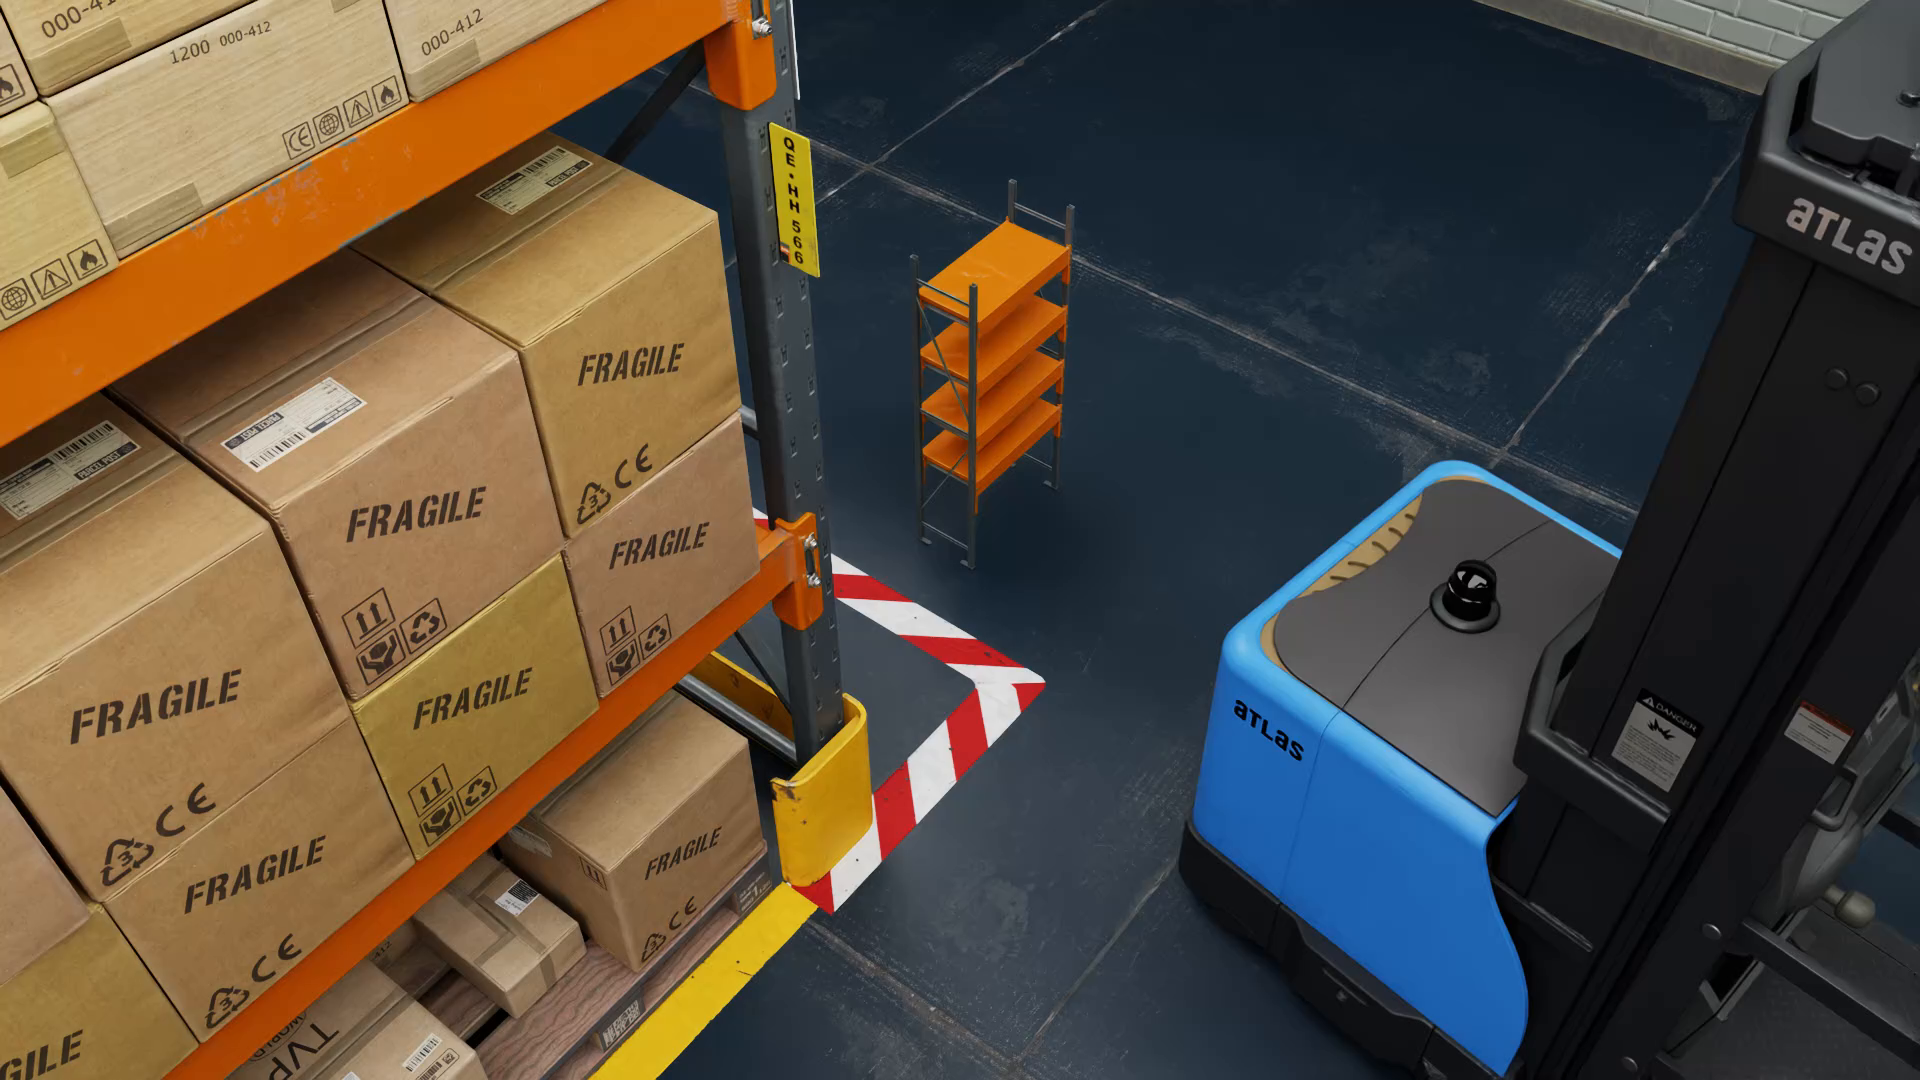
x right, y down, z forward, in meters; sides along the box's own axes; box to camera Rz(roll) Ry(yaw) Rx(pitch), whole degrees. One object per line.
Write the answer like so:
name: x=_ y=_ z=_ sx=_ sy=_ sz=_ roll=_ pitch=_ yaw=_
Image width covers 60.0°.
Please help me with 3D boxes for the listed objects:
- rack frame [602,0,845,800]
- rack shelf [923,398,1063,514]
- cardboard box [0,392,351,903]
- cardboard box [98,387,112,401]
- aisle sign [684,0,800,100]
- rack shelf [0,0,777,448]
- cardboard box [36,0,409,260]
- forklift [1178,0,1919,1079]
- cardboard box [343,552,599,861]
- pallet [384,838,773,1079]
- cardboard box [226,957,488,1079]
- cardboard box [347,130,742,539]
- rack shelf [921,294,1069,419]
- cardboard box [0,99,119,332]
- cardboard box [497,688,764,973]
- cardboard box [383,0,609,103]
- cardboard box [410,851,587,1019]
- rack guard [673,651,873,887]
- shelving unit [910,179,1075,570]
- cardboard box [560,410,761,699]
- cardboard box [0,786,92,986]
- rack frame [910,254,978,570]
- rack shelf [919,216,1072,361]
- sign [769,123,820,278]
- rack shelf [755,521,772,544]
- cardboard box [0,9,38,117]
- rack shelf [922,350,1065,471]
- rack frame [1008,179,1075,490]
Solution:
rack frame: x=-0.754 y=-0.417 z=4.074 sx=1.000 sy=3.000 sz=0.127 roll=29 pitch=53 yaw=25
rack shelf: x=0.101 y=-0.326 z=5.599 sx=0.258 sy=0.148 sz=0.480 roll=29 pitch=53 yaw=25
cardboard box: x=-1.430 y=0.168 z=2.755 sx=0.500 sy=0.500 sz=0.500 roll=31 pitch=54 yaw=26
cardboard box: x=-1.547 y=-0.357 z=3.256 sx=0.500 sy=0.500 sz=0.500 roll=30 pitch=53 yaw=25
aisle sign: x=-0.470 y=-1.218 z=3.042 sx=0.394 sy=0.787 sz=0.004 roll=29 pitch=53 yaw=25
rack shelf: x=-1.976 y=-0.060 z=2.156 sx=1.077 sy=0.370 sz=4.000 roll=29 pitch=53 yaw=25
cardboard box: x=-1.173 y=-0.709 z=2.382 sx=0.500 sy=0.250 sz=0.500 roll=29 pitch=53 yaw=25
forklift: x=2.008 y=0.498 z=3.248 sx=1.130 sy=2.935 sz=3.031 roll=-35 pitch=55 yaw=-29
cardboard box: x=-1.127 y=0.224 z=3.393 sx=0.500 sy=0.500 sz=0.500 roll=30 pitch=53 yaw=25
pallet: x=-1.287 y=1.047 z=4.604 sx=1.003 sy=0.211 sz=1.213 roll=29 pitch=53 yaw=25
cardboard box: x=-1.496 y=1.331 z=4.001 sx=0.500 sy=0.250 sz=0.500 roll=29 pitch=53 yaw=25
cardboard box: x=-0.808 y=-0.420 z=3.317 sx=0.500 sy=0.500 sz=0.500 roll=29 pitch=53 yaw=25
rack shelf: x=0.101 y=-0.617 z=5.294 sx=0.258 sy=0.148 sz=0.480 roll=29 pitch=53 yaw=25
cardboard box: x=-1.469 y=-0.417 z=2.104 sx=0.500 sy=0.250 sz=0.500 roll=29 pitch=53 yaw=25
cardboard box: x=-0.891 y=0.715 z=4.417 sx=0.500 sy=0.500 sz=0.500 roll=29 pitch=53 yaw=25
cardboard box: x=-0.859 y=-0.991 z=2.651 sx=0.500 sy=0.250 sz=0.500 roll=29 pitch=53 yaw=25
cardboard box: x=-1.210 y=1.022 z=4.354 sx=0.380 sy=0.166 sz=0.250 roll=29 pitch=53 yaw=25
rack guard: x=-0.800 y=0.490 z=4.936 sx=1.175 sy=0.500 sz=0.348 roll=29 pitch=53 yaw=25
shelving unit: x=0.101 y=-0.509 z=5.407 sx=0.258 sy=1.200 sz=0.503 roll=29 pitch=53 yaw=25
cardboard box: x=-0.812 y=-0.075 z=3.678 sx=0.500 sy=0.500 sz=0.500 roll=31 pitch=54 yaw=26
cardboard box: x=-1.744 y=0.462 z=2.474 sx=0.500 sy=0.500 sz=0.500 roll=31 pitch=54 yaw=26
rack frame: x=-0.048 y=-0.370 z=5.273 sx=0.240 sy=1.200 sz=0.015 roll=29 pitch=53 yaw=25
rack shelf: x=0.101 y=-0.781 z=5.122 sx=0.258 sy=0.148 sz=0.480 roll=29 pitch=53 yaw=25
sign: x=-0.327 y=-0.669 z=3.295 sx=0.100 sy=0.325 sz=0.005 roll=29 pitch=53 yaw=25
rack shelf: x=-1.976 y=0.909 z=3.170 sx=0.919 sy=0.124 sz=3.809 roll=29 pitch=53 yaw=25
cardboard box: x=-1.480 y=-0.596 z=1.929 sx=0.500 sy=0.250 sz=0.500 roll=29 pitch=53 yaw=25
rack shelf: x=0.101 y=-0.463 z=5.455 sx=0.258 sy=0.148 sz=0.480 roll=29 pitch=53 yaw=25
rack frame: x=0.250 y=-0.649 z=5.540 sx=0.240 sy=1.200 sz=0.015 roll=29 pitch=53 yaw=25
